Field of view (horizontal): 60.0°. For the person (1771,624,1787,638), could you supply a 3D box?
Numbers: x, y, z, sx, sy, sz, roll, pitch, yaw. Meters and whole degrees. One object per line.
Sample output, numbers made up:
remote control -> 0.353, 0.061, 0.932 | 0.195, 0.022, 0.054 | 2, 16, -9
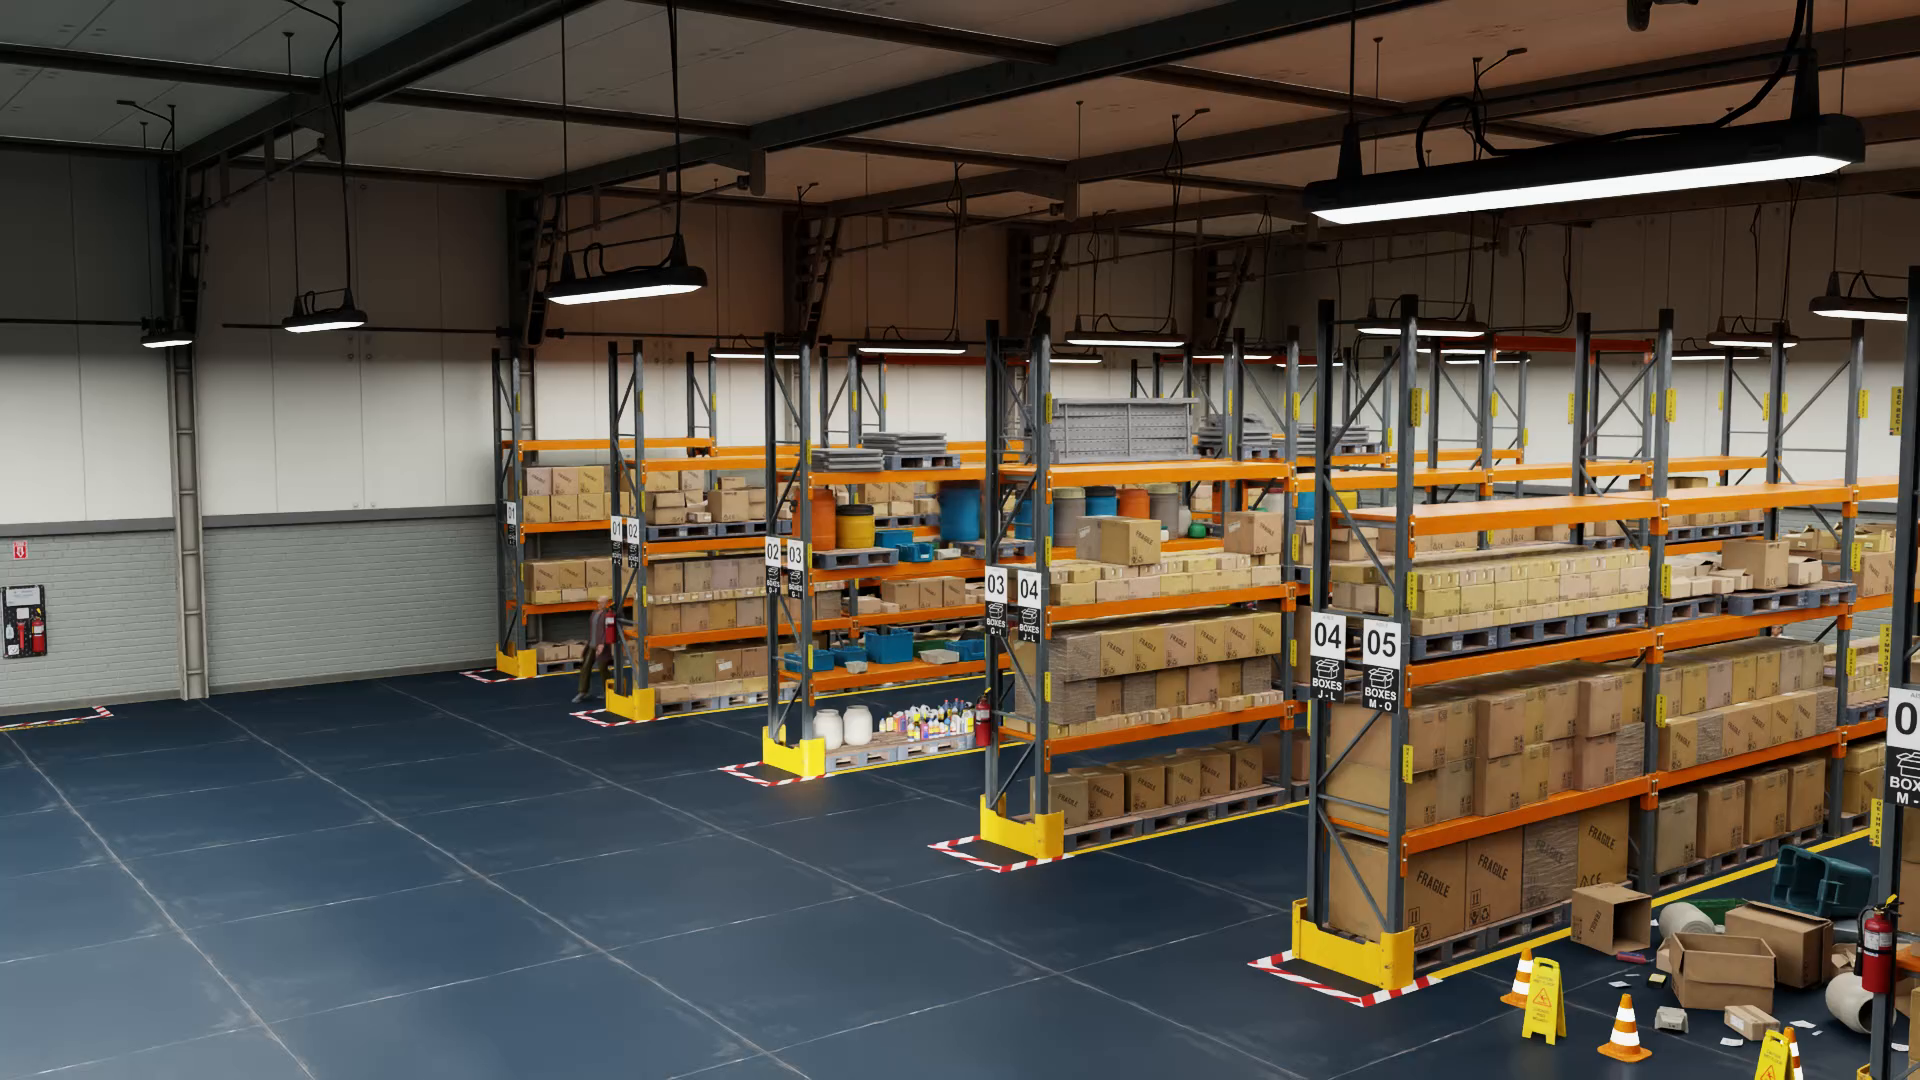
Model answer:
person -> 12.771, 2.043, 26.066 | 1.042, 1.618, 0.511 | -4, 6, -36

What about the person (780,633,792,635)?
person -> -3.139, 1.638, 31.134 | 0.760, 1.562, 0.414 | -4, 7, -40

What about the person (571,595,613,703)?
person -> -6.173, 1.918, 28.052 | 0.595, 1.621, 0.780 | 3, 6, 31
